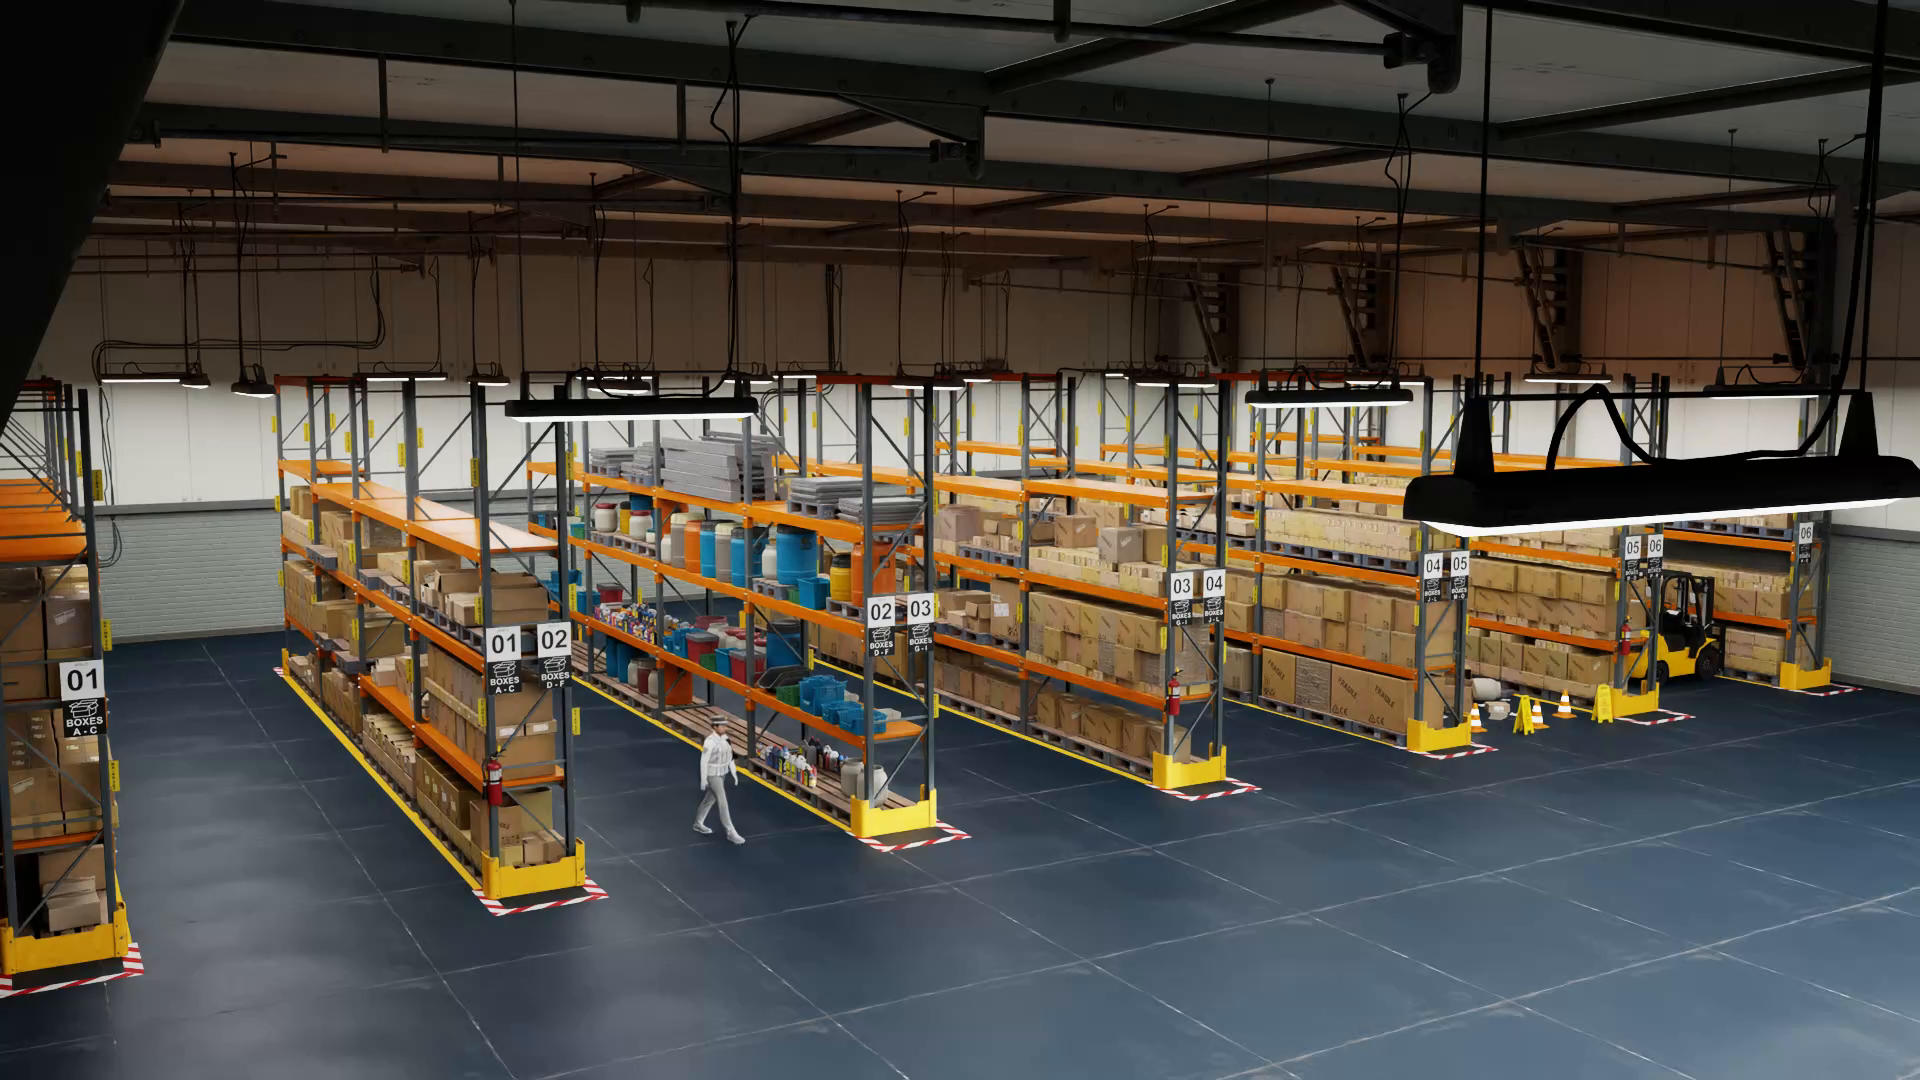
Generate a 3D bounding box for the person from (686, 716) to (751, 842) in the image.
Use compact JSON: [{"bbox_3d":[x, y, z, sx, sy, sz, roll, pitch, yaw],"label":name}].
[{"bbox_3d":[-3.189,3.120,21.889,0.964,1.615,0.560,1,6,6],"label":"person"}]
